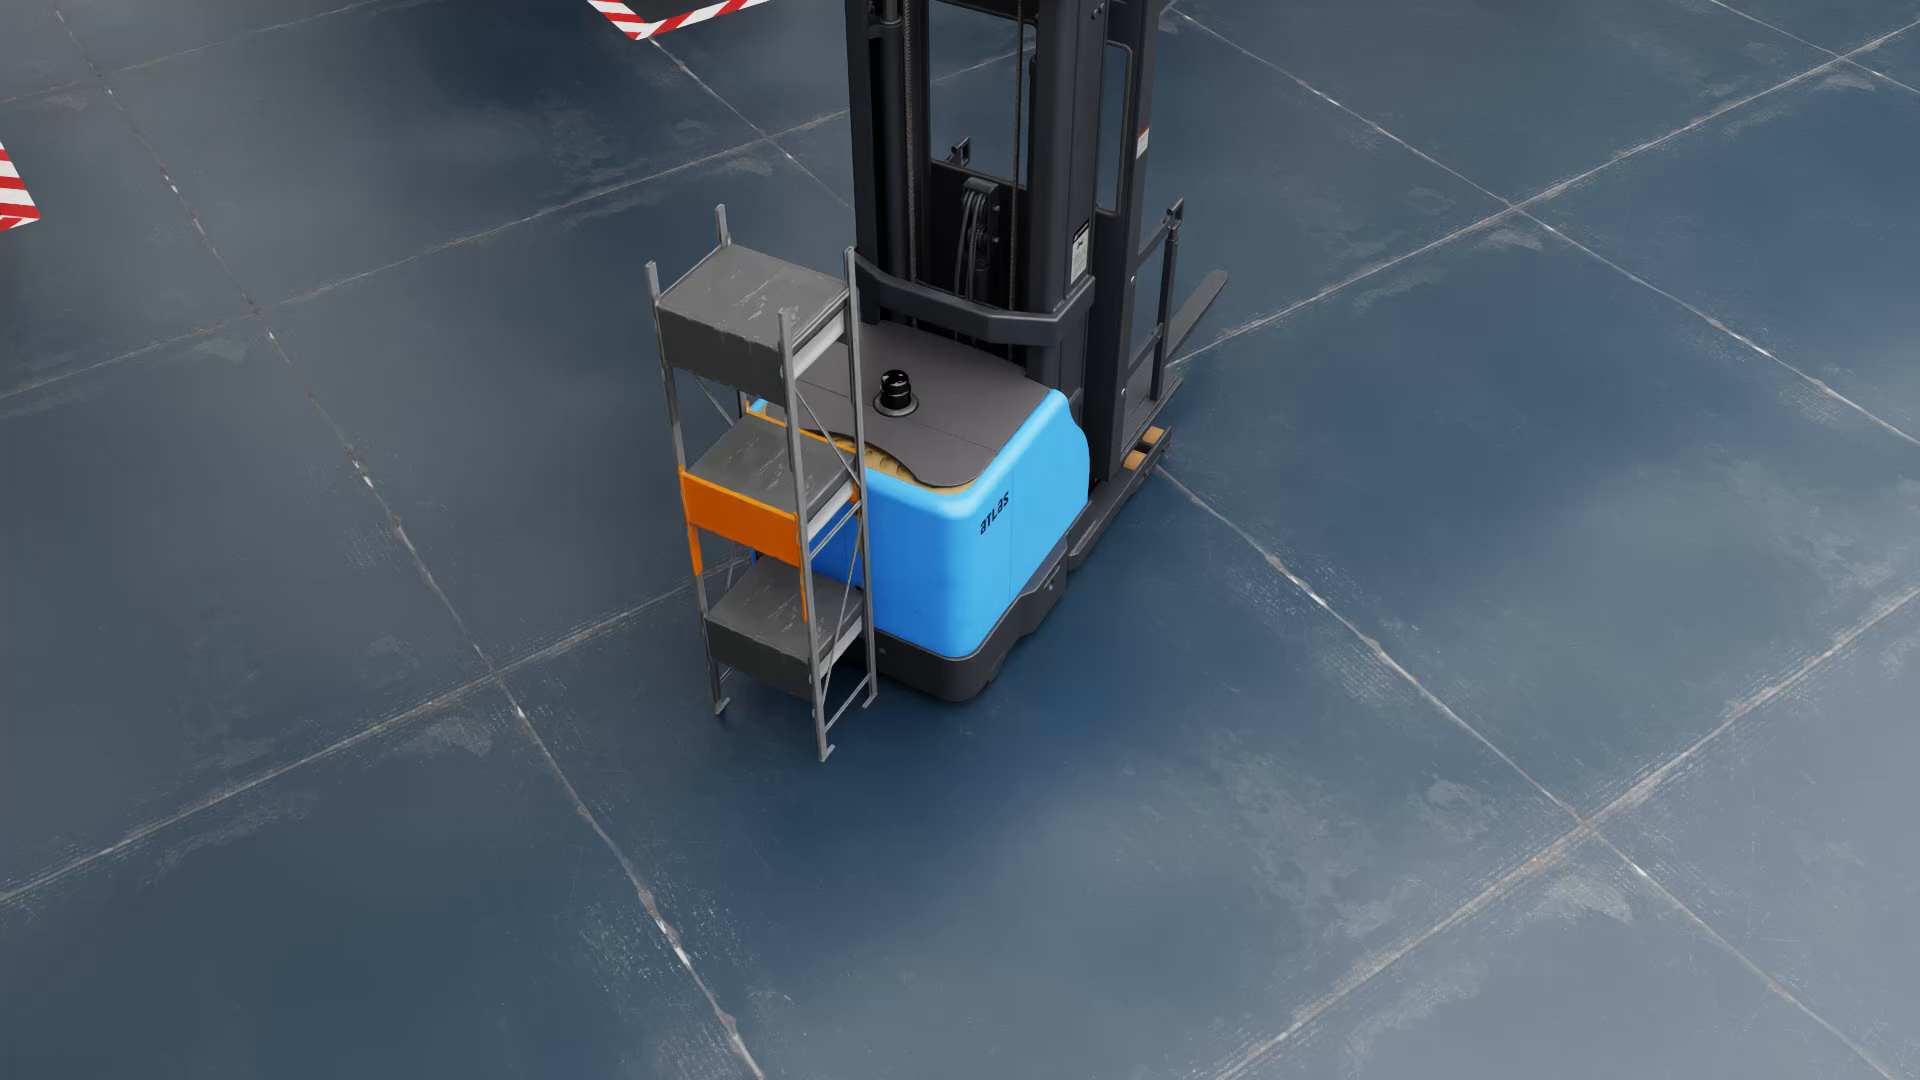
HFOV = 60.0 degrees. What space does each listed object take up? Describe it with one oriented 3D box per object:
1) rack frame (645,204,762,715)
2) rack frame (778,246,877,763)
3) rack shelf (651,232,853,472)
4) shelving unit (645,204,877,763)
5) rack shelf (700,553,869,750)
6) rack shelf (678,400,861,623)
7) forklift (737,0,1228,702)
[{"bbox_3d":[-0.858,-0.195,5.924,0.015,2.100,0.400,21,48,21],"label":"rack frame"},{"bbox_3d":[-0.433,-0.030,5.751,0.015,2.100,0.400,21,48,21],"label":"rack frame"},{"bbox_3d":[-0.646,-0.609,5.364,0.480,0.518,0.431,21,48,21],"label":"rack shelf"},{"bbox_3d":[-0.646,-0.112,5.838,0.503,2.100,0.431,21,48,21],"label":"shelving unit"},{"bbox_3d":[-0.646,0.404,6.331,0.480,0.518,0.431,21,48,21],"label":"rack shelf"},{"bbox_3d":[-0.646,-0.102,5.847,0.480,0.518,0.431,21,48,21],"label":"rack shelf"},{"bbox_3d":[0.309,-1.440,6.626,1.130,2.935,3.031,21,48,21],"label":"forklift"}]
